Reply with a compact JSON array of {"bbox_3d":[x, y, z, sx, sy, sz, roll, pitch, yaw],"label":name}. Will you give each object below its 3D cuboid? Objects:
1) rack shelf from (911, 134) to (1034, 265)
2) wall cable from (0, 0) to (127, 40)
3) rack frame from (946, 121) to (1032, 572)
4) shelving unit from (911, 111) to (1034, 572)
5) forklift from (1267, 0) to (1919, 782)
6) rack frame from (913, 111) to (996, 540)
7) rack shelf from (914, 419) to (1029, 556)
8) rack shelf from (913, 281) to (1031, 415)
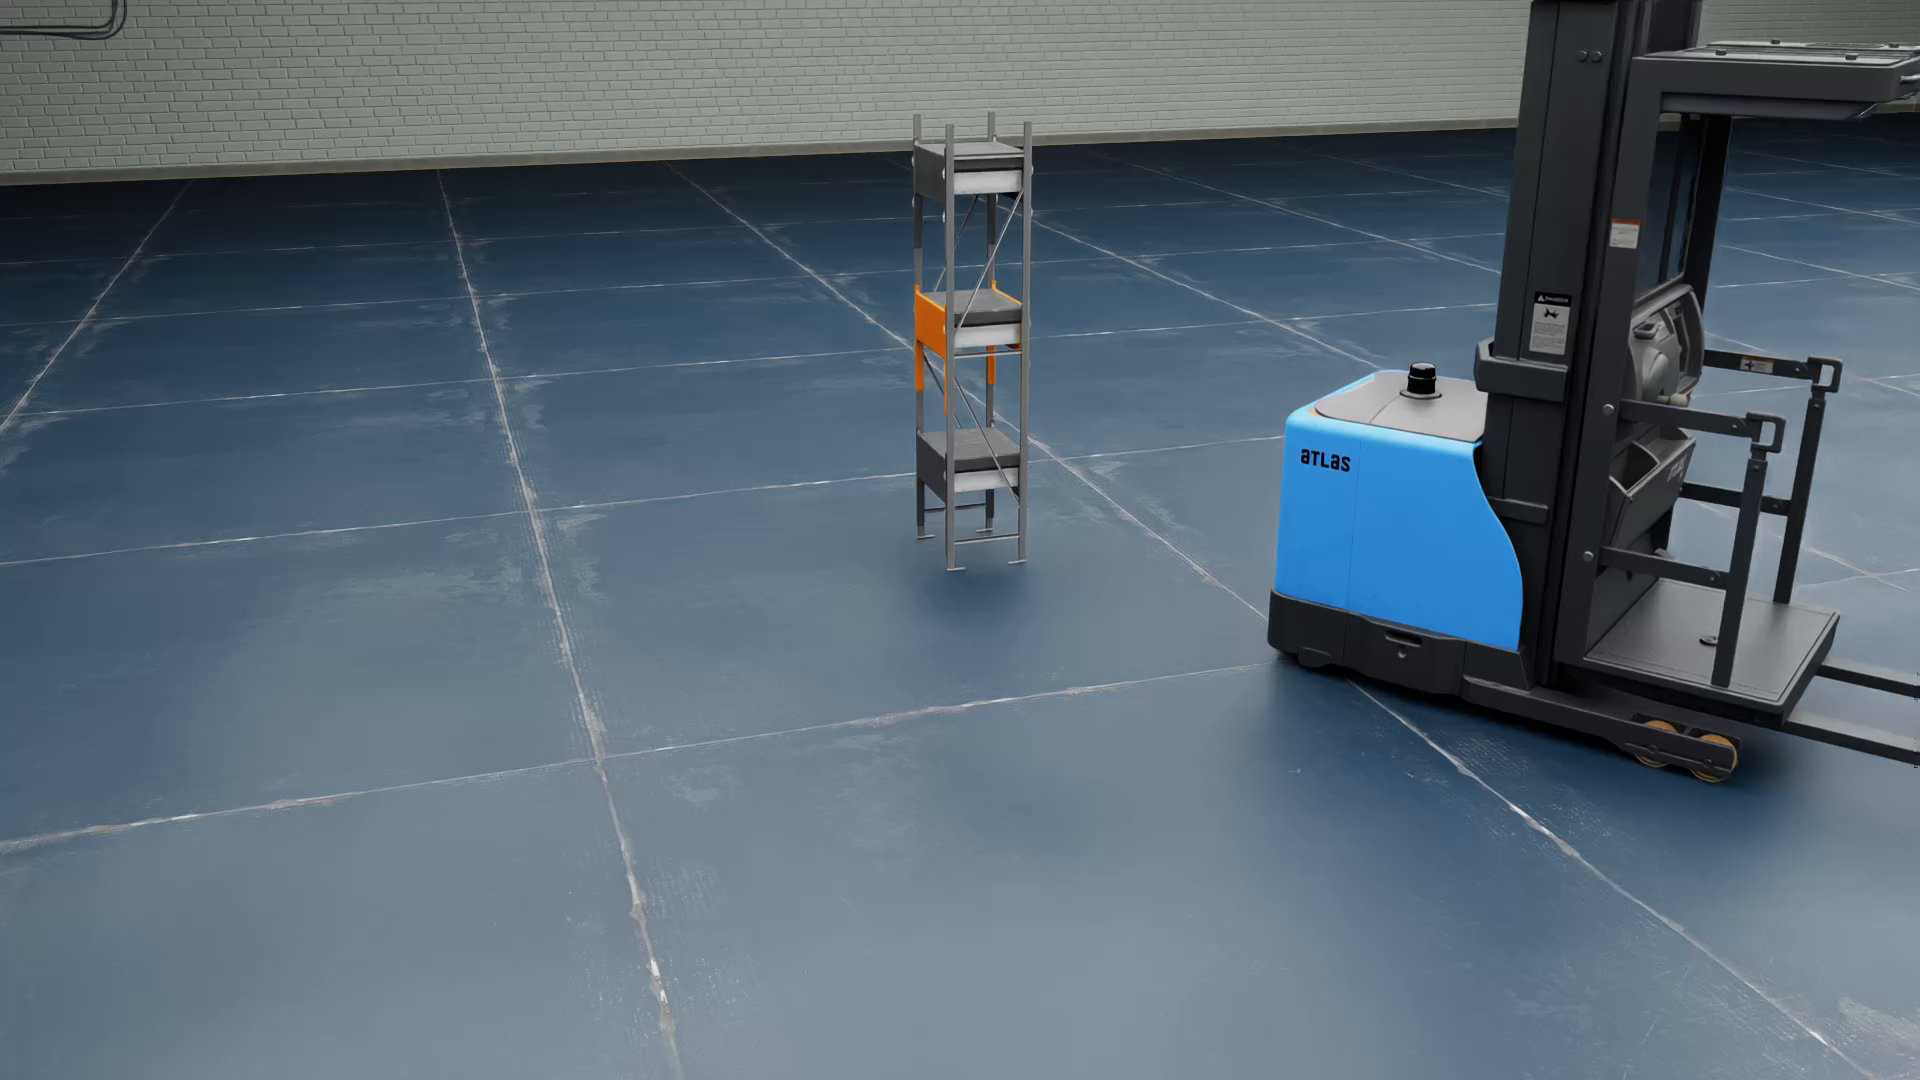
[{"bbox_3d":[0.052,-1.581,7.682,0.431,0.518,0.480,-6,21,-17],"label":"rack shelf"},{"bbox_3d":[-11.722,-7.193,19.724,3.097,2.526,0.112,-6,21,-17],"label":"wall cable"},{"bbox_3d":[0.129,-0.857,7.696,0.400,2.100,0.015,-6,21,-17],"label":"rack frame"},{"bbox_3d":[0.052,-0.935,7.914,0.431,2.100,0.503,-6,21,-17],"label":"shelving unit"},{"bbox_3d":[2.783,-0.711,6.060,3.031,2.935,1.130,14,24,34],"label":"forklift"},{"bbox_3d":[-0.025,-1.013,8.132,0.400,2.100,0.015,-6,21,-17],"label":"rack frame"},{"bbox_3d":[0.052,-0.263,8.155,0.431,0.518,0.480,-6,21,-17],"label":"rack shelf"},{"bbox_3d":[0.052,-0.922,7.918,0.431,0.518,0.480,-6,21,-17],"label":"rack shelf"}]
